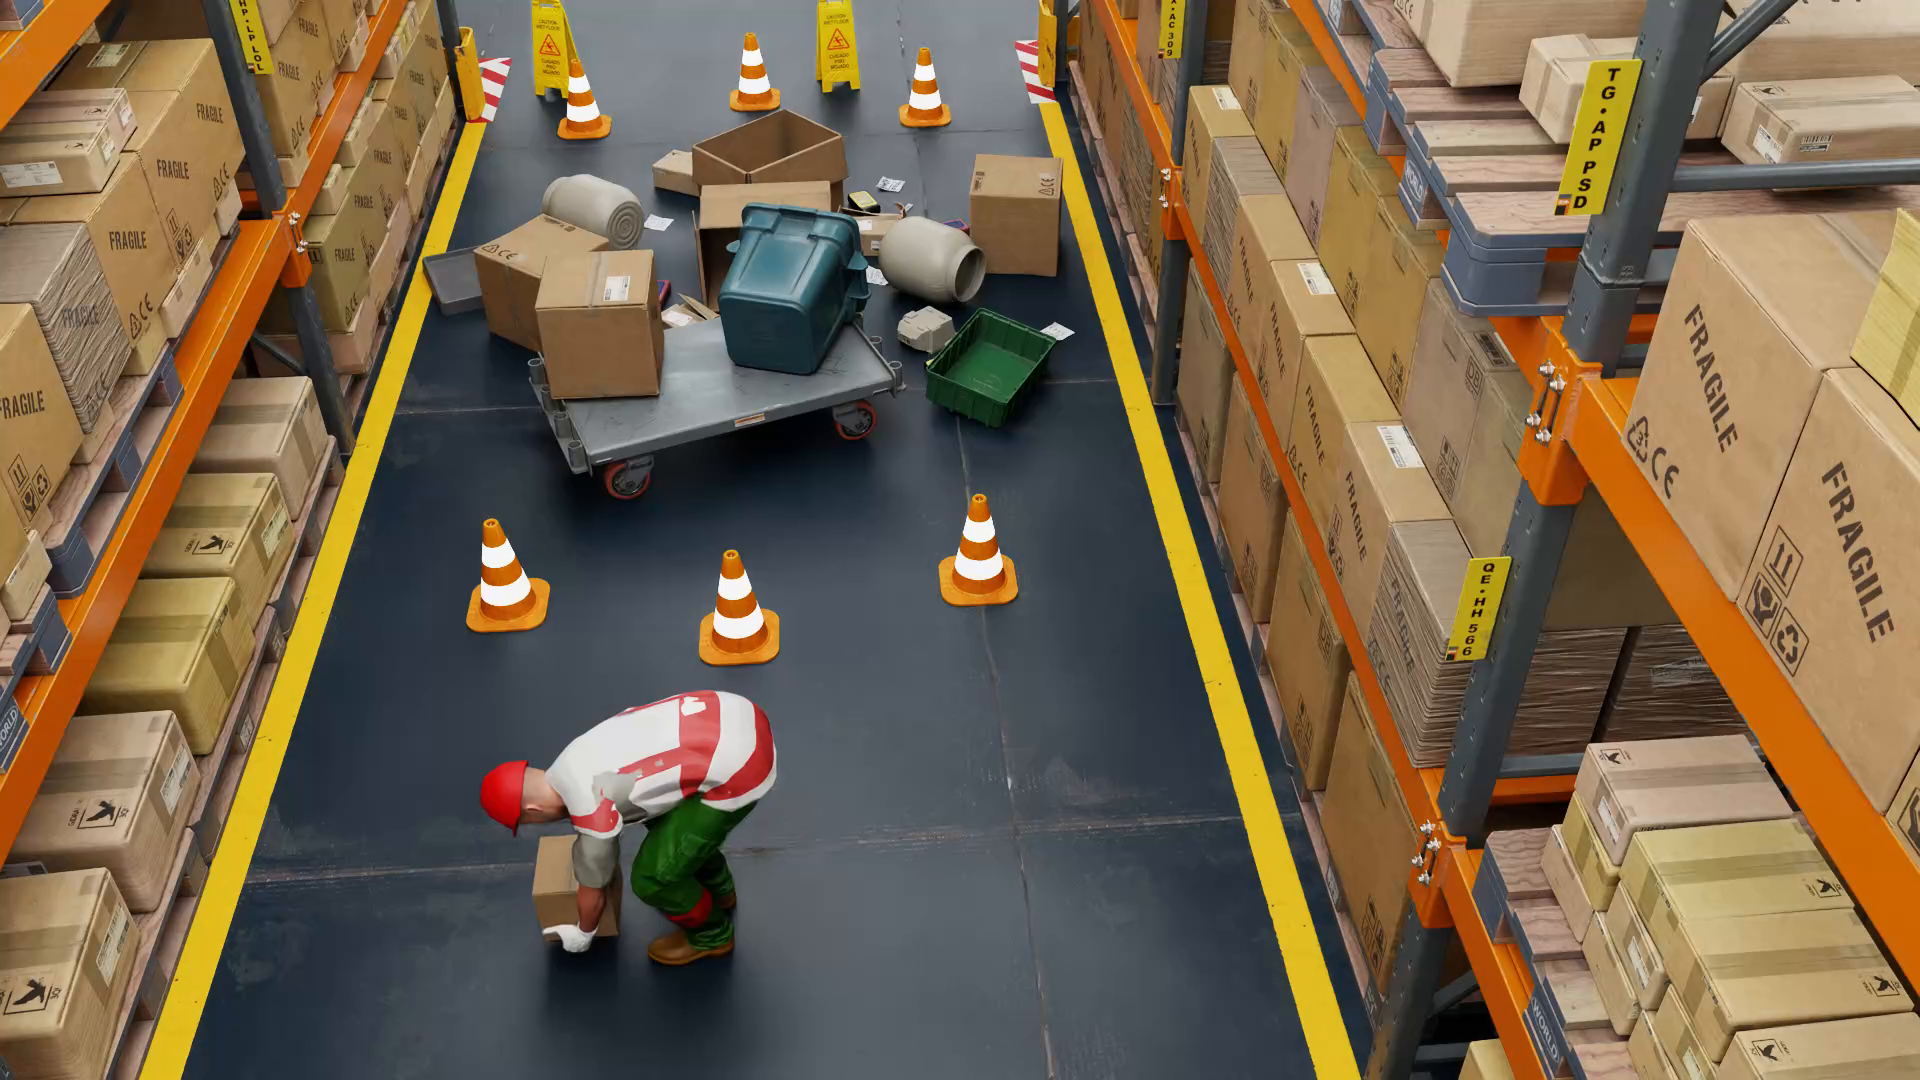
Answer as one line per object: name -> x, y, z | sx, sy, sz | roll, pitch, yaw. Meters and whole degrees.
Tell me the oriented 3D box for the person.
person -> -1.066, 0.974, 5.527 | 0.955, 1.024, 0.510 | -5, 39, -6
